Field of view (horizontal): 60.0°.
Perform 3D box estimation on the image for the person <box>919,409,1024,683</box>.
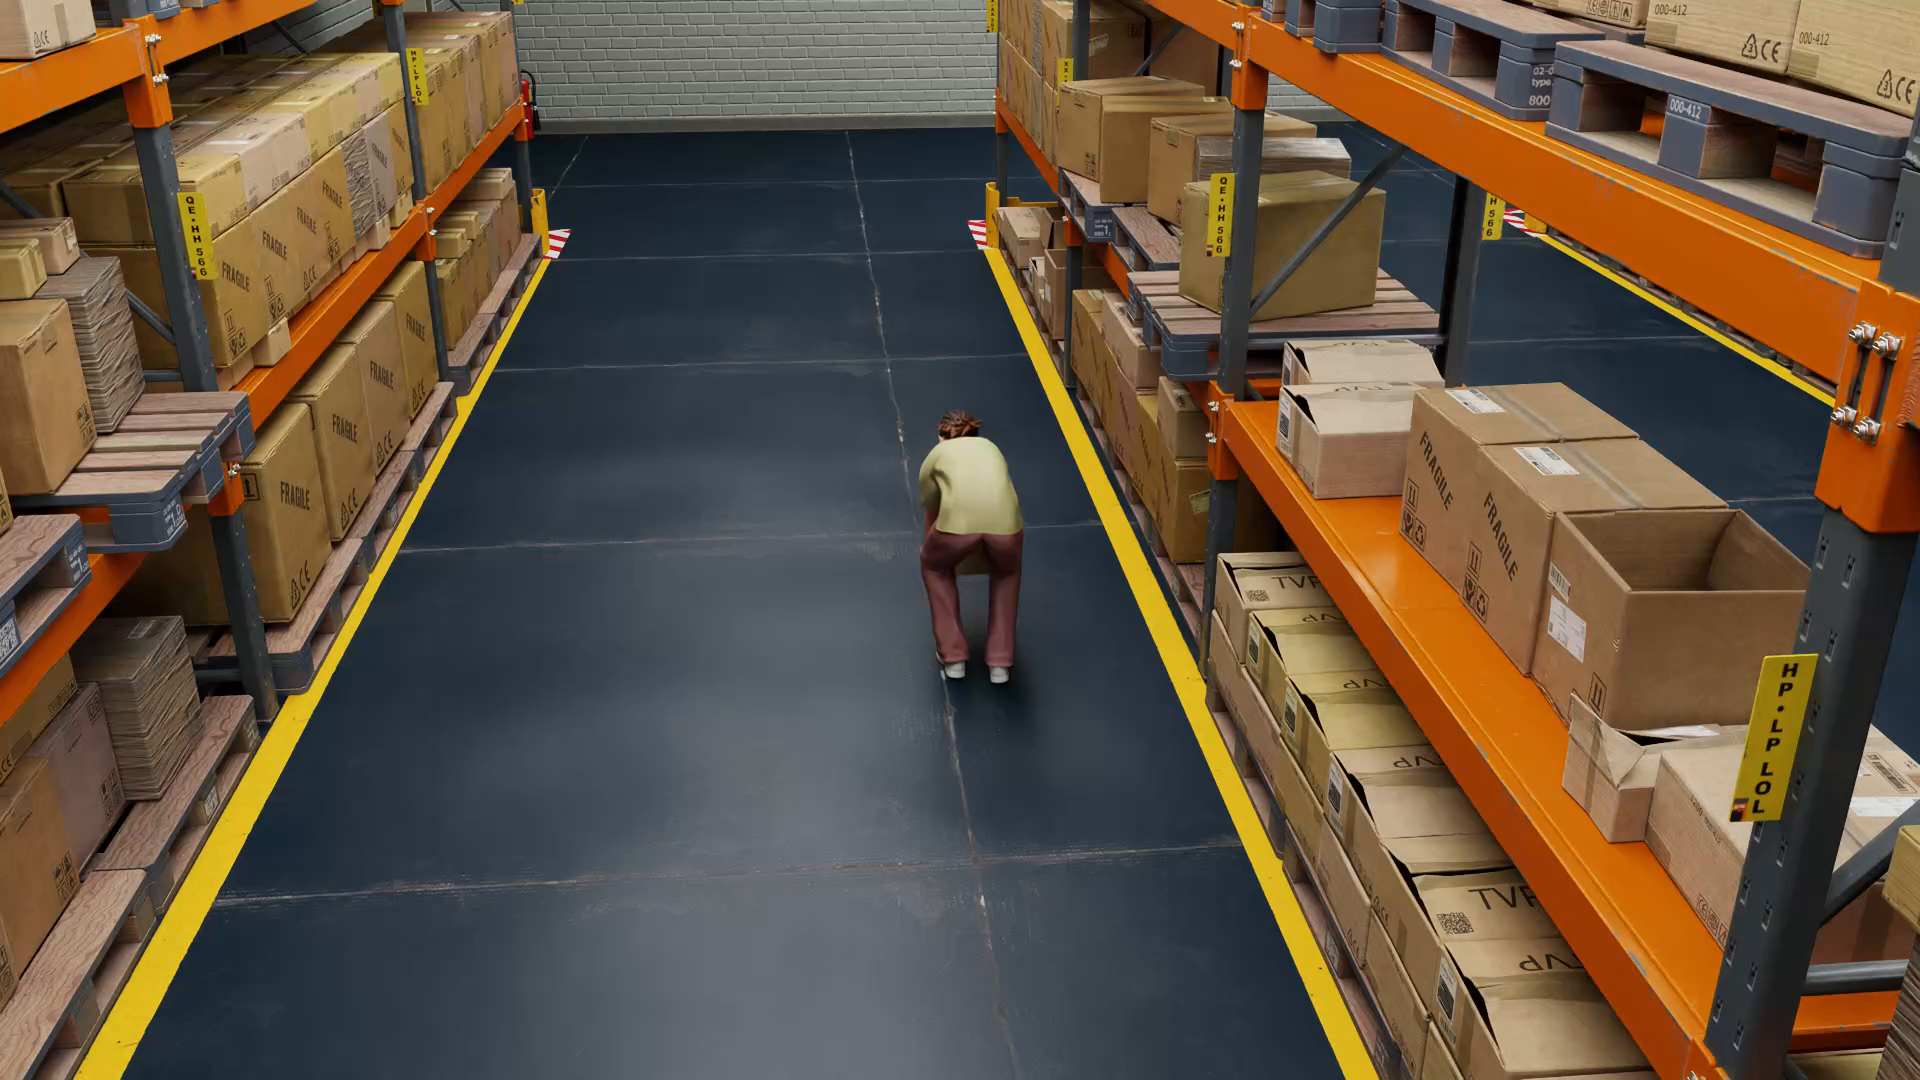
[{"bbox_3d":[0.044,0.019,7.315,0.447,1.066,0.862,-3,24,-7],"label":"person"}]
